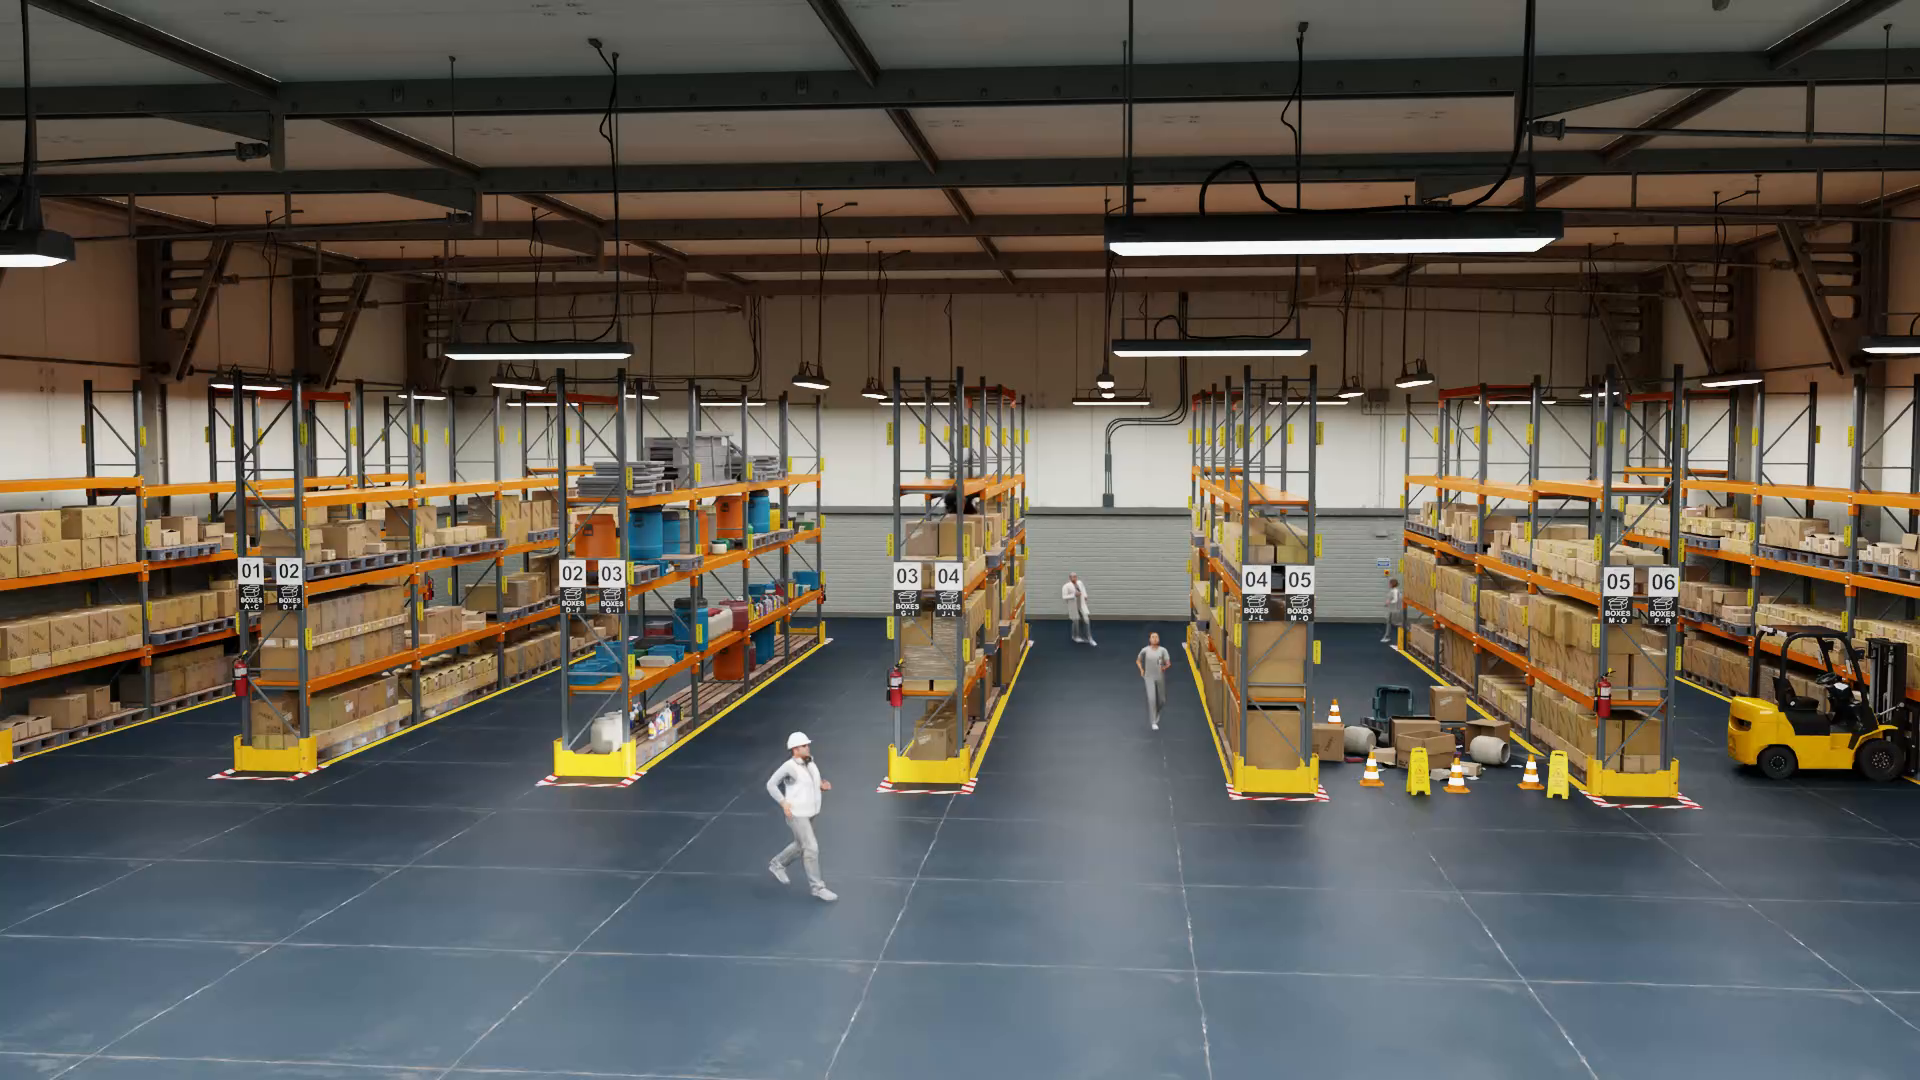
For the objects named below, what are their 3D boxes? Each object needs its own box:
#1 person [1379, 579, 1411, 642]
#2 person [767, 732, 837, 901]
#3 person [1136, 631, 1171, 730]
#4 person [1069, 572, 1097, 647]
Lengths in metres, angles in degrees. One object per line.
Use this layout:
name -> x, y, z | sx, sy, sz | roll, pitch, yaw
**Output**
person -> 10.609, 1.728, 40.385 | 0.809, 1.594, 0.575 | 1, 4, 10
person -> -1.720, 2.968, 18.067 | 0.967, 1.761, 0.653 | 2, 4, 28
person -> 3.282, 2.359, 28.191 | 0.575, 1.631, 0.802 | 0, 4, -1
person -> 2.781, 1.642, 39.928 | 0.776, 1.776, 0.871 | -1, 4, -19
